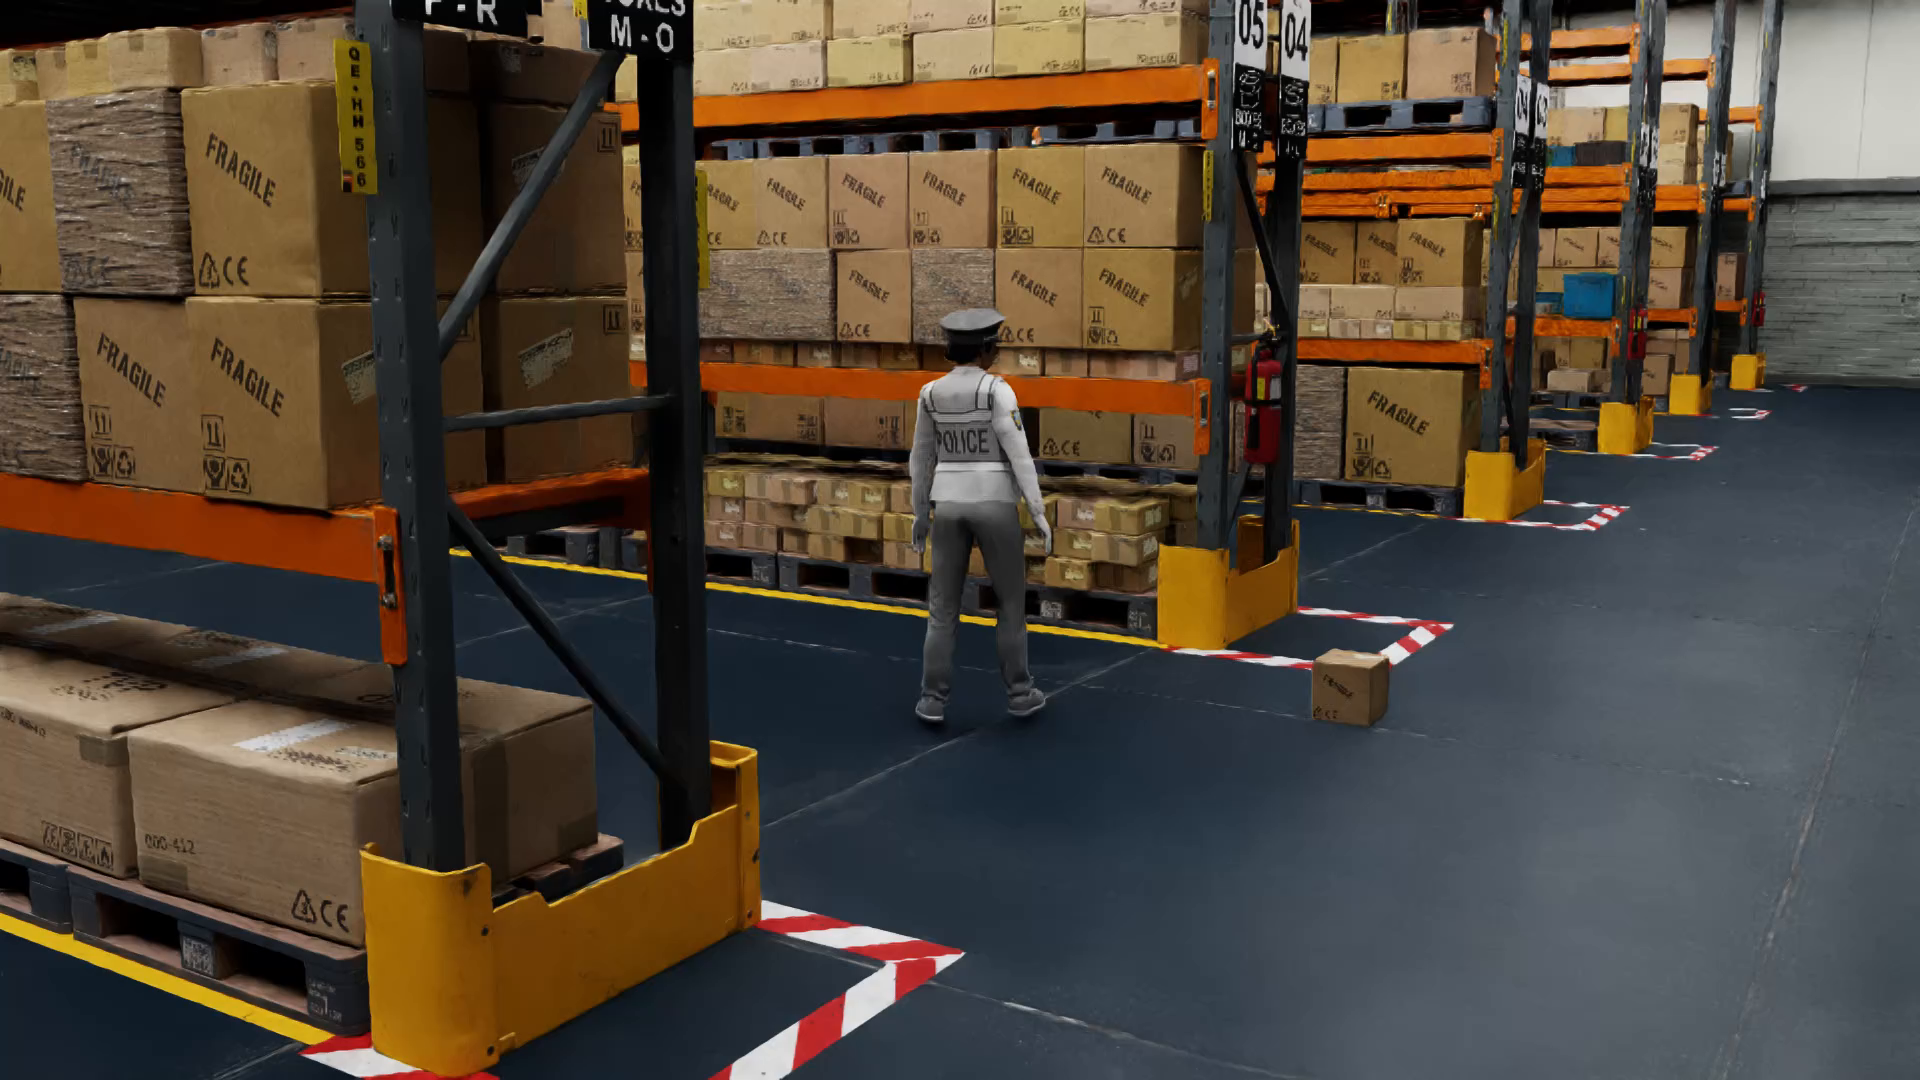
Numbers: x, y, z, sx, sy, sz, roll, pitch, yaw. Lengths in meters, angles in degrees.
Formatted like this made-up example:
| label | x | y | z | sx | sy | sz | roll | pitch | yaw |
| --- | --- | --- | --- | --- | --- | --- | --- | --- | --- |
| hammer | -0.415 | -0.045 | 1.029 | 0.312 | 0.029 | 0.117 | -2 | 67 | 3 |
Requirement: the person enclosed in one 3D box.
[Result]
| label | x | y | z | sx | sy | sz | roll | pitch | yaw |
| --- | --- | --- | --- | --- | --- | --- | --- | --- | --- |
| person | 0.103 | -0.097 | 6.760 | 0.658 | 1.677 | 0.492 | 5 | 11 | 27 |
